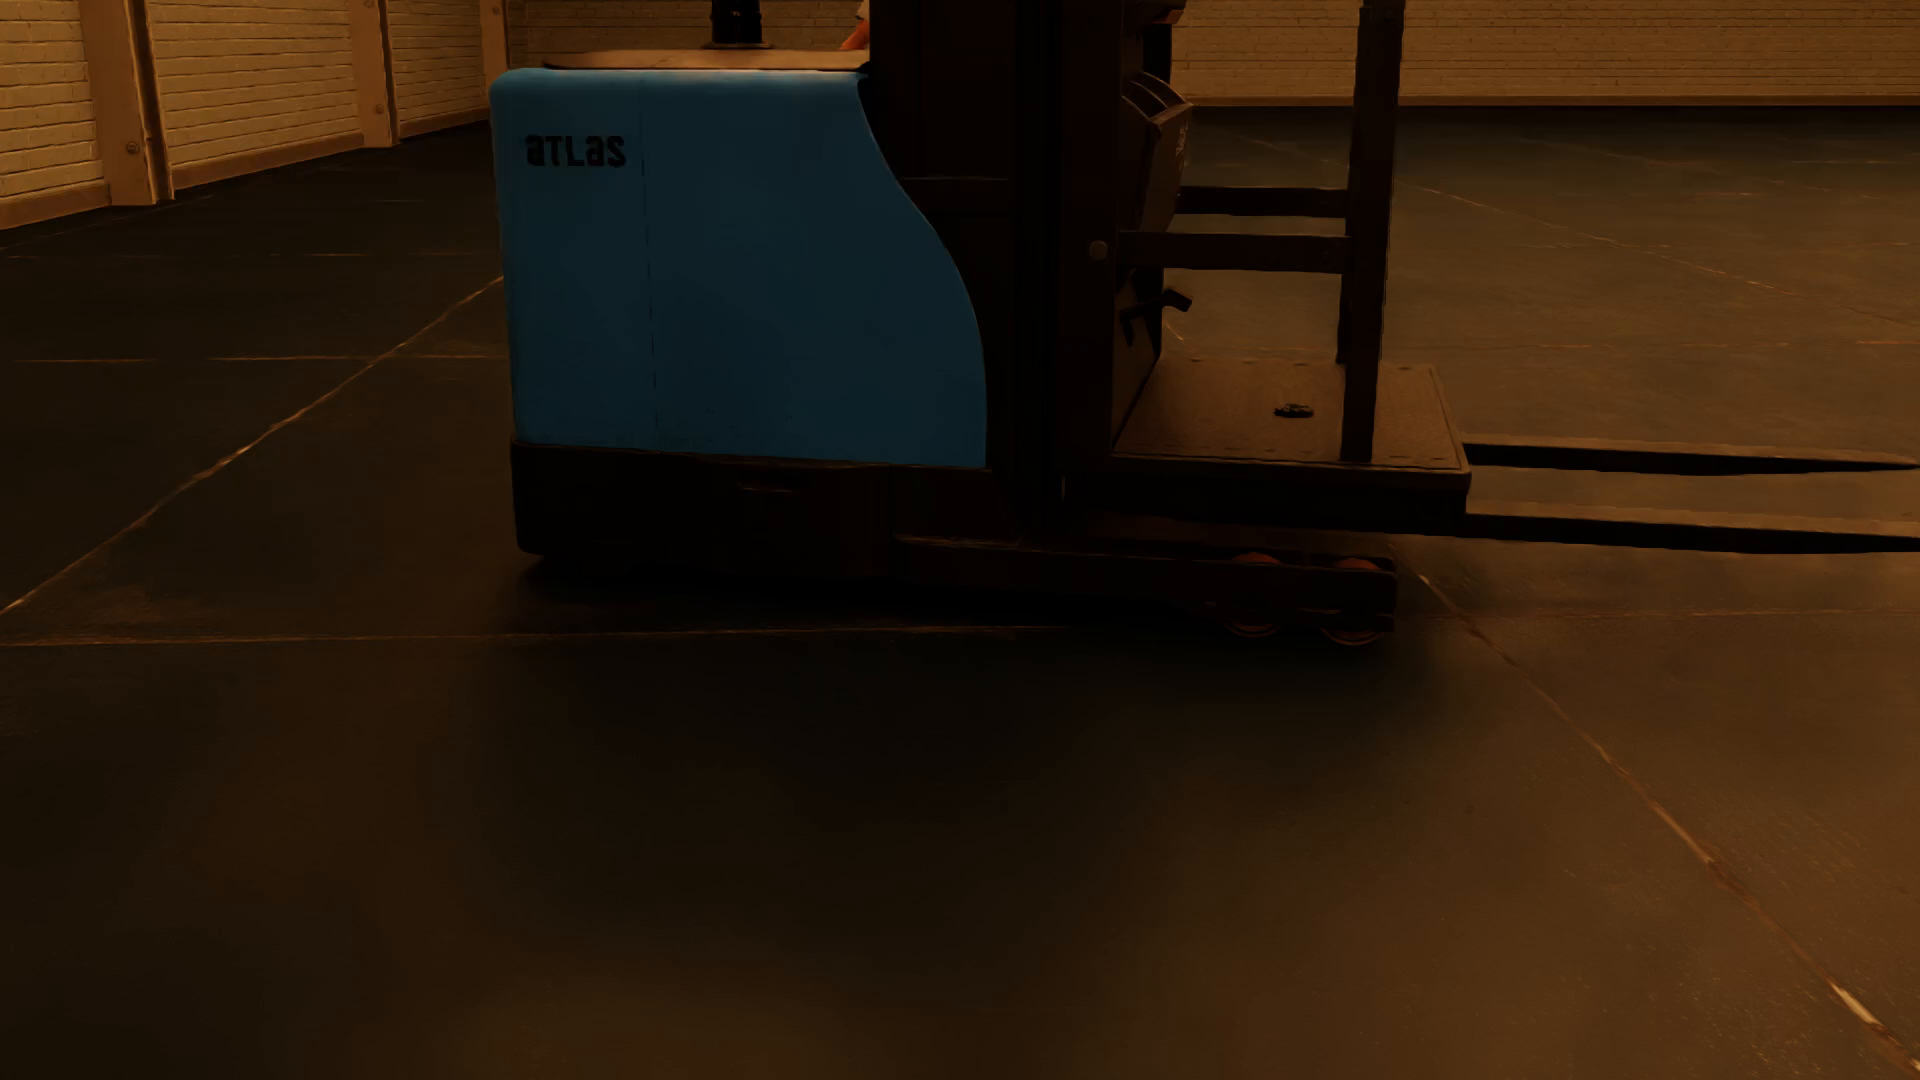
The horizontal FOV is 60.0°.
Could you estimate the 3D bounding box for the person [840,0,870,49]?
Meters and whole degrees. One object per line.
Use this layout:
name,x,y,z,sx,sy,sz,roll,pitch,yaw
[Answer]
person,-0.266,-1.838,7.135,0.713,1.665,0.480,-9,19,-27

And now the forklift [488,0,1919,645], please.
forklift,0.598,-1.366,3.372,3.031,2.935,1.130,3,17,11
